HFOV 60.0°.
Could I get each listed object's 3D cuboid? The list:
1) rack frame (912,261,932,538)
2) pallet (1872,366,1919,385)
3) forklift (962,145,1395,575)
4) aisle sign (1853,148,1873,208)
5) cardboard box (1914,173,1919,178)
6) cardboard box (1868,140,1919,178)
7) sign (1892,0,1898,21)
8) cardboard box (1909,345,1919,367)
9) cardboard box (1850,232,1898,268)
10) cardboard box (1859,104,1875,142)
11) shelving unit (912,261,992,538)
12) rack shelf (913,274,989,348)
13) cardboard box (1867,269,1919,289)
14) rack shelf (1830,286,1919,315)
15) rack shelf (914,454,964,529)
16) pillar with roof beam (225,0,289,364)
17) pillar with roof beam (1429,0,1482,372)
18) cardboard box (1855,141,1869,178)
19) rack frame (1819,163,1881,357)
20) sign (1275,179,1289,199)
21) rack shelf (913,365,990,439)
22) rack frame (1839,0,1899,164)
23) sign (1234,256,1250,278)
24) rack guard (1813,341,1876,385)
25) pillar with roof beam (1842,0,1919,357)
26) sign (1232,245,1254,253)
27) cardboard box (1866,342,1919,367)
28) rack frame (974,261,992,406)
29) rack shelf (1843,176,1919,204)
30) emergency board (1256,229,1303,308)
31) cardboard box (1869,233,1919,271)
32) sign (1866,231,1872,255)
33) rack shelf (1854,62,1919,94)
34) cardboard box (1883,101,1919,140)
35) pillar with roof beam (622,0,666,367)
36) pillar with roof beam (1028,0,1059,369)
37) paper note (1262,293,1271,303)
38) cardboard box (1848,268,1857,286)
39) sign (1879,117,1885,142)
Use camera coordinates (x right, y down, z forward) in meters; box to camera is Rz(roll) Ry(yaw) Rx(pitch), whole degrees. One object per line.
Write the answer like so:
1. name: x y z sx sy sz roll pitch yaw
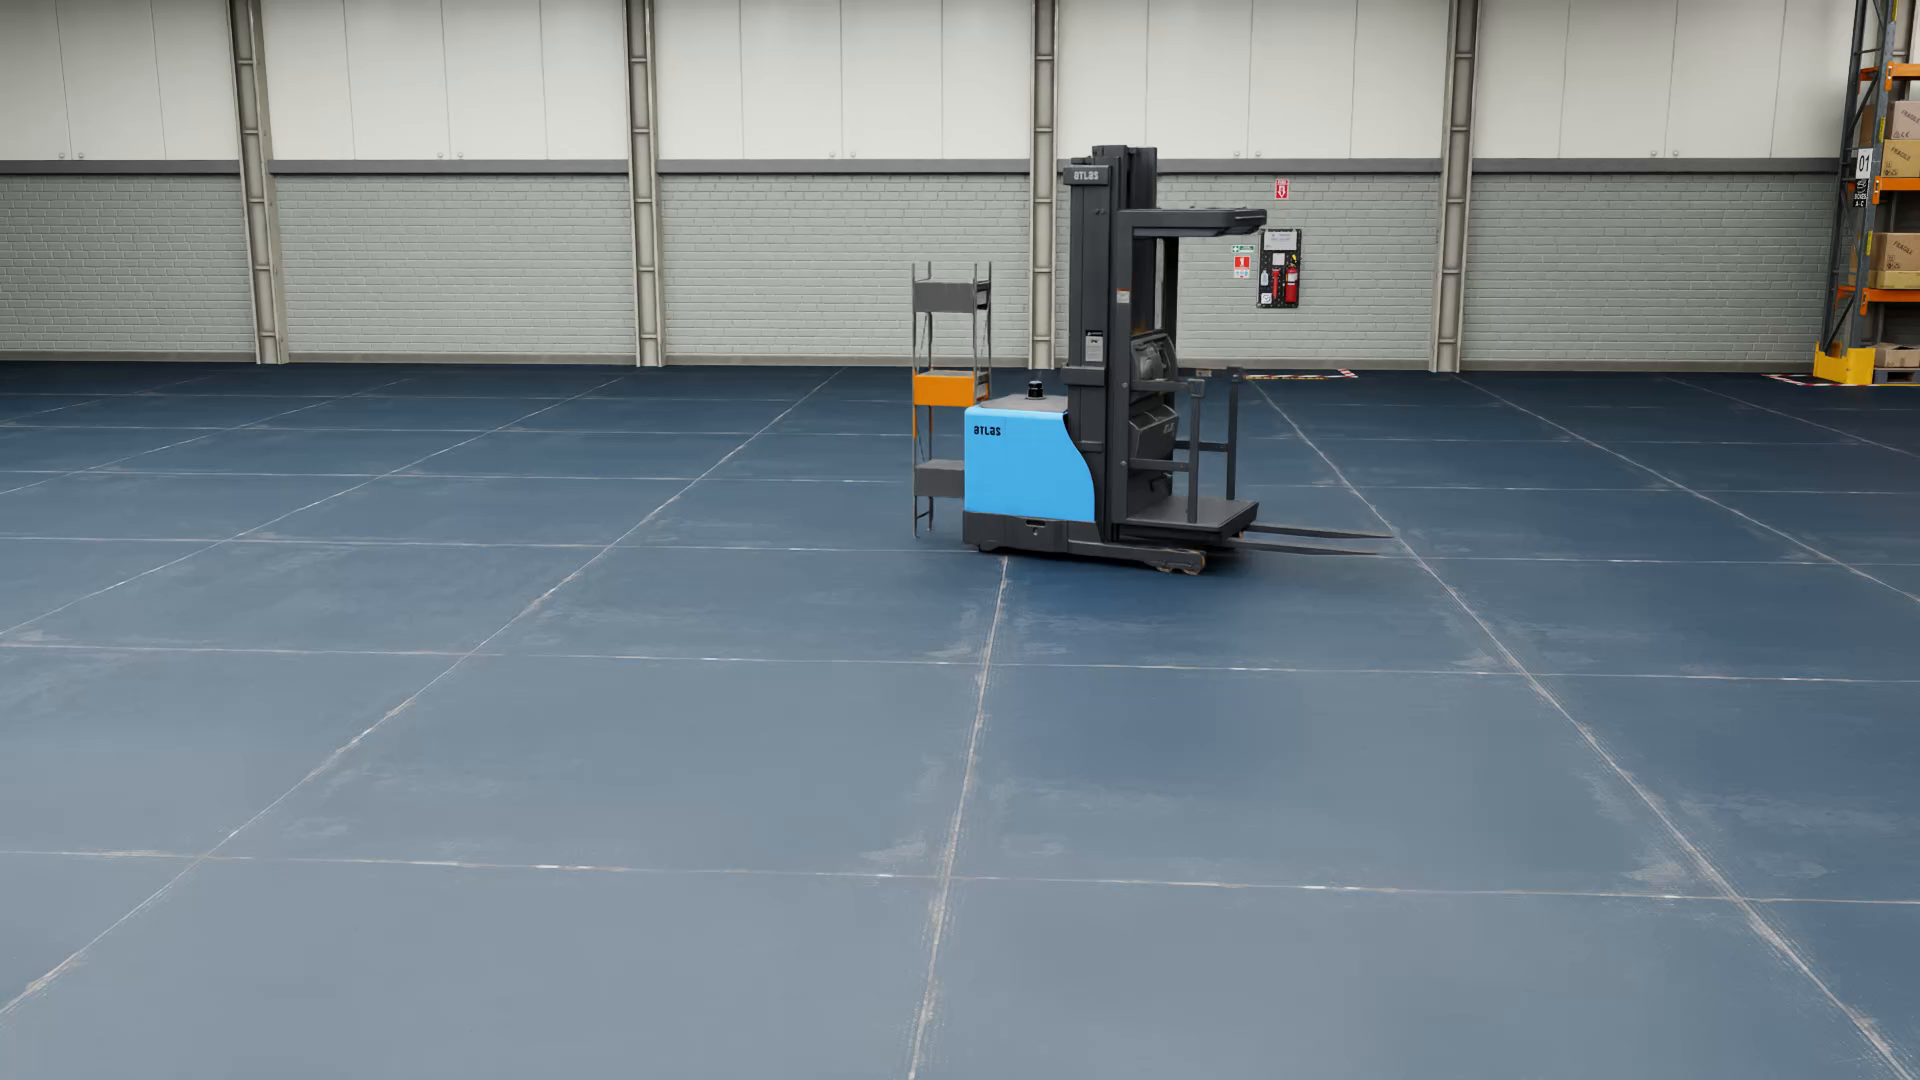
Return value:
1. rack frame: -0.291 -1.079 12.796 0.015 2.100 0.400 4 12 18
2. pallet: 13.337 -2.357 23.521 1.213 0.211 1.003 1 12 4
3. forklift: 1.579 -1.316 11.899 3.031 2.935 1.130 5 13 24
4. aisle sign: 12.361 -4.954 22.774 0.004 0.787 0.394 1 12 4
5. cardboard box: 13.304 -5.198 22.673 0.500 0.500 0.500 2 12 8
6. cardboard box: 12.770 -5.213 22.743 0.500 0.500 0.500 1 12 5
7. sign: 12.417 -7.063 22.081 0.005 0.325 0.100 1 12 4
8. cardboard box: 13.706 -2.605 23.388 0.500 0.311 0.500 2 12 8
9. cardboard box: 12.938 -4.082 23.442 0.500 0.500 0.500 1 12 3
10. cardboard box: 12.901 -5.805 23.134 0.500 0.500 0.500 1 12 6
11. shelving unit: -0.059 -1.063 12.720 0.503 2.100 0.431 4 12 18
12. rack shelf: -0.059 -1.735 12.580 0.480 0.518 0.431 4 12 18
13. cardboard box: 12.919 -3.606 23.000 0.500 0.250 0.500 0 12 2
14. rack shelf: 14.449 -3.362 23.271 4.000 0.370 1.077 1 12 4
15. rack shelf: -0.059 -0.364 12.866 0.480 0.518 0.431 4 12 18
16. pillar with roof beam: -11.025 -6.294 20.879 0.400 9.000 9.100 1 12 4
17. pillar with roof beam: 6.935 -6.048 19.701 0.400 9.000 9.100 1 12 4
18. cardboard box: 12.886 -5.314 23.229 0.500 0.500 0.500 2 12 8
19. rack frame: 12.453 -3.742 23.329 0.127 3.000 1.000 1 12 4
20. sign: 4.758 -5.187 24.579 0.199 0.298 0.001 1 12 4
21. rack shelf: -0.059 -1.049 12.723 0.480 0.518 0.431 4 12 18
22. rack frame: 12.453 -6.678 22.714 0.127 3.000 1.000 1 12 4
23. sign: 4.215 -4.078 24.852 0.234 0.329 0.001 1 12 4
24. rack guard: 12.529 -2.517 23.580 0.348 0.500 1.175 1 12 4
25. pillar with roof beam: 12.922 -5.966 19.309 0.400 9.000 9.100 1 12 4
26. sign: 4.219 -4.336 24.789 0.331 0.109 0.001 1 12 4
27. cardboard box: 13.137 -2.613 23.426 0.500 0.311 0.500 -1 12 -3
28. rack frame: 0.172 -1.047 12.644 0.015 2.100 0.400 4 12 18
29. rack shelf: 14.449 -4.830 22.964 4.000 0.370 1.077 1 12 4
30. emergency board: 4.760 -4.032 24.719 0.643 1.169 0.194 1 12 4
31. cardboard box: 12.909 -3.977 22.940 0.500 0.500 0.500 1 12 4
32. sign: 12.417 -4.054 22.710 0.005 0.325 0.100 1 12 4
33. rack shelf: 14.449 -6.297 22.658 4.000 0.370 1.077 1 12 4
34. cardboard box: 12.821 -5.703 22.644 0.500 0.500 0.500 0 12 0
35. pillar with roof beam: -5.038 -6.212 20.486 0.400 9.000 9.100 1 12 4
36. pillar with roof beam: 0.949 -6.130 20.094 0.400 9.000 9.100 1 12 4
37. paper note: 4.588 -3.618 24.888 0.142 0.148 0.016 1 12 4
38. cardboard box: 12.933 -3.711 23.501 0.500 0.250 0.500 1 12 5
39. sign: 12.417 -5.527 22.402 0.005 0.325 0.100 1 12 4
